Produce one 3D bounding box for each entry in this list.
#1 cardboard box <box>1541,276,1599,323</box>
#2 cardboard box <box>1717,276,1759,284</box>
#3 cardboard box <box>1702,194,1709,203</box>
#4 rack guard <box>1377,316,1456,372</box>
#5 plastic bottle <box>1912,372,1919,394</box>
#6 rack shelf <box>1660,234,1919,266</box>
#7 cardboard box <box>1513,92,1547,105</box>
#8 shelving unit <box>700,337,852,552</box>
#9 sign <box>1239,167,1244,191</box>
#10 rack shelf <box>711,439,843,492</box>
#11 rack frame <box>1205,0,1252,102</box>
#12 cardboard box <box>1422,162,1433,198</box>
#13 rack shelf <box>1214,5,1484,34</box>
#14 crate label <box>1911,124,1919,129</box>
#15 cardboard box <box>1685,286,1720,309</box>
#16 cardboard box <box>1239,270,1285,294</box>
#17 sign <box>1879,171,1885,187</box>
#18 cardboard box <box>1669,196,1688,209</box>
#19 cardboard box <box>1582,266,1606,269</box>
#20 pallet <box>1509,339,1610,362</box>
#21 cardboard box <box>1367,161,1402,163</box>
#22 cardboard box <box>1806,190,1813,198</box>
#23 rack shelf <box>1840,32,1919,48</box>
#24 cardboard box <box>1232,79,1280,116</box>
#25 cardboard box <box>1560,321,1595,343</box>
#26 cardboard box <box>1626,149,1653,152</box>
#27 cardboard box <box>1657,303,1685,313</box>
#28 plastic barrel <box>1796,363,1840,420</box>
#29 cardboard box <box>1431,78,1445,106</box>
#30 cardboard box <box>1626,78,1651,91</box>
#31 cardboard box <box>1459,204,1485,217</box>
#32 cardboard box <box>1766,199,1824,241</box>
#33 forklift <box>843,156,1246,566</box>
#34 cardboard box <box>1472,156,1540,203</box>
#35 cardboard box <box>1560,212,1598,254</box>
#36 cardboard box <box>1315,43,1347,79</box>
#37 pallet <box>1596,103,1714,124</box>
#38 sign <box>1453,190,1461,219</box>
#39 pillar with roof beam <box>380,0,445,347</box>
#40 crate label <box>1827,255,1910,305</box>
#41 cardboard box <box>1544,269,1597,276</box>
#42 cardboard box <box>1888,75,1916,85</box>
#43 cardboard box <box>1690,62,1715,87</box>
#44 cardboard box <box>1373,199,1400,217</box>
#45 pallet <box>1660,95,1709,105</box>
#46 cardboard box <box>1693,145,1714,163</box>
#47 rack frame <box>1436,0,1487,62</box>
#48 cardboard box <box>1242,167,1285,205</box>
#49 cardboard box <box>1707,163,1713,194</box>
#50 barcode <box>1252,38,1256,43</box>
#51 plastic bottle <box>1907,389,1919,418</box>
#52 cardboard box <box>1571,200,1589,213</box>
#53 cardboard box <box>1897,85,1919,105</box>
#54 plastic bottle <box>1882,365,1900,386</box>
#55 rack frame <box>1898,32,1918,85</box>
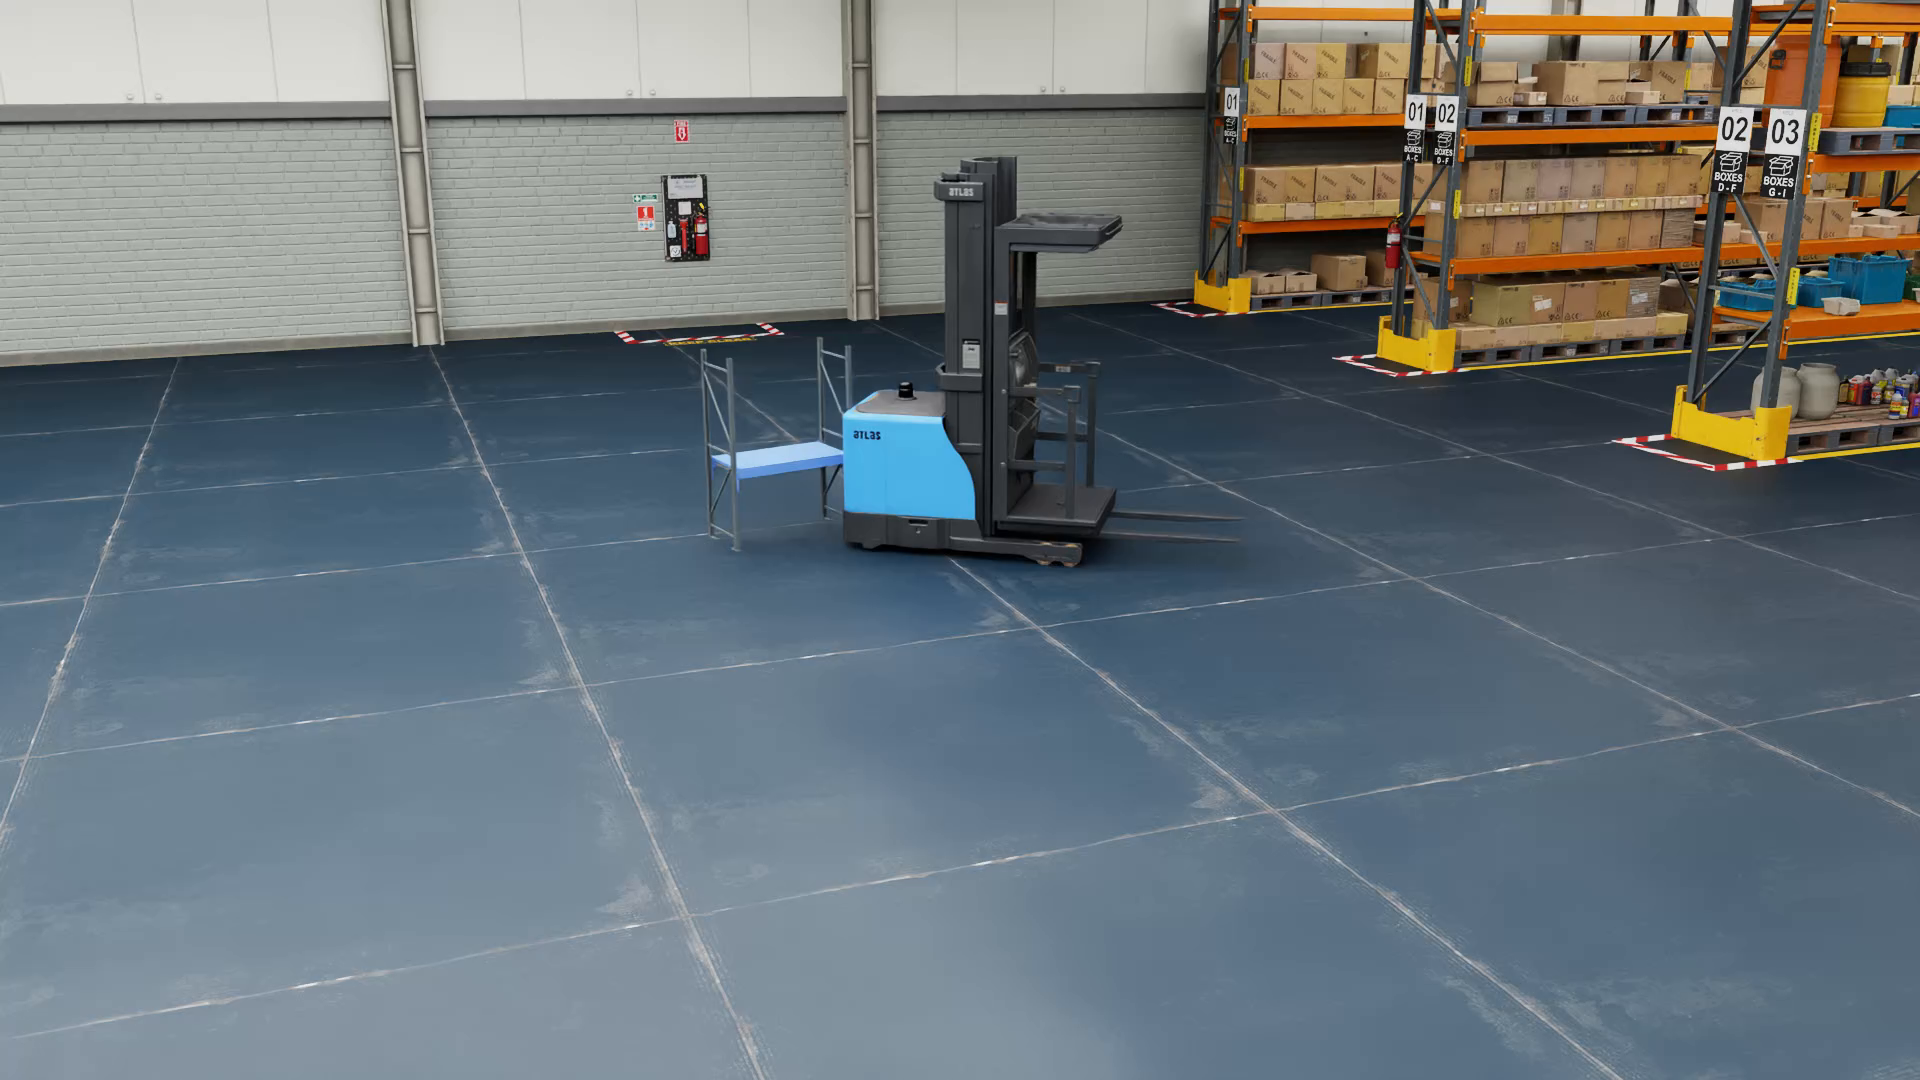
[{"bbox_3d":[7.620,-3.020,20.863,0.500,0.500,0.500,-6,17,-20],"label":"cardboard box"},{"bbox_3d":[10.599,-3.407,22.515,0.500,0.311,0.500,-6,17,-20],"label":"cardboard box"},{"bbox_3d":[12.239,-5.631,27.359,0.250,0.149,0.380,-6,17,-18],"label":"cardboard box"},{"bbox_3d":[5.615,-2.430,20.487,0.348,0.500,1.175,-6,17,-20],"label":"rack guard"},{"bbox_3d":[9.940,-1.618,17.346,0.097,0.271,0.097,0,16,0],"label":"plastic bottle"},{"bbox_3d":[11.241,-3.892,22.305,4.000,0.370,1.077,-6,17,-20],"label":"rack shelf"},{"bbox_3d":[6.800,-5.292,19.923,0.250,0.149,0.380,-6,17,-20],"label":"cardboard box"},{"bbox_3d":[-1.418,-0.766,13.046,1.048,1.500,0.538,-11,19,-32],"label":"shelving unit"},{"bbox_3d":[4.056,-5.208,23.972,0.005,0.325,0.100,-6,17,-20],"label":"sign"},{"bbox_3d":[-1.418,-0.594,13.097,1.000,0.185,0.538,-11,19,-32],"label":"rack shelf"},{"bbox_3d":[3.862,-7.814,23.735,0.127,3.000,1.000,-6,17,-20],"label":"rack frame"},{"bbox_3d":[7.266,-5.507,25.427,0.500,0.500,0.500,-6,17,-20],"label":"cardboard box"},{"bbox_3d":[5.729,-7.669,24.524,4.000,0.370,1.077,-6,17,-20],"label":"rack shelf"},{"bbox_3d":[9.273,-3.798,15.649,0.408,0.251,0.502,-6,17,-20],"label":"crate label"},{"bbox_3d":[9.848,-3.163,21.685,0.500,0.311,0.500,-6,17,-20],"label":"cardboard box"},{"bbox_3d":[4.540,-3.902,25.054,0.500,0.311,0.500,-8,18,-26],"label":"cardboard box"},{"bbox_3d":[12.905,-5.098,23.221,0.005,0.325,0.100,-6,17,-20],"label":"sign"},{"bbox_3d":[8.964,-4.287,21.043,0.250,0.149,0.380,-7,18,-21],"label":"cardboard box"},{"bbox_3d":[10.156,-4.646,27.251,0.500,0.500,0.700,-6,17,-20],"label":"cardboard box"},{"bbox_3d":[7.474,-2.504,21.252,1.213,0.211,1.003,-6,17,-20],"label":"pallet"},{"bbox_3d":[6.599,-5.592,25.718,0.500,0.500,0.500,-6,17,-20],"label":"cardboard box"},{"bbox_3d":[14.142,-5.837,28.063,0.250,0.149,0.380,-6,17,-20],"label":"cardboard box"},{"bbox_3d":[16.935,-8.688,28.699,4.000,0.370,1.077,-6,17,-20],"label":"rack shelf"},{"bbox_3d":[4.264,-6.400,24.032,0.500,0.500,0.500,-6,17,-19],"label":"cardboard box"},{"bbox_3d":[7.620,-2.661,20.970,0.500,0.250,0.500,-6,17,-20],"label":"cardboard box"},{"bbox_3d":[11.021,-6.269,27.014,0.250,0.149,0.380,-9,18,-27],"label":"cardboard box"},{"bbox_3d":[9.657,-3.036,22.247,0.500,0.250,0.500,-6,18,-21],"label":"cardboard box"},{"bbox_3d":[8.462,-1.473,16.462,0.421,0.512,0.421,0,16,0],"label":"plastic barrel"},{"bbox_3d":[7.212,-6.719,25.118,0.500,0.500,0.500,-6,17,-19],"label":"cardboard box"},{"bbox_3d":[8.304,-5.665,20.906,0.500,0.311,0.500,-7,18,-23],"label":"cardboard box"},{"bbox_3d":[6.081,-3.974,19.980,0.250,0.149,0.380,-6,18,-20],"label":"cardboard box"},{"bbox_3d":[11.056,-4.260,22.105,0.500,0.500,0.500,-6,17,-20],"label":"cardboard box"},{"bbox_3d":[0.668,-1.373,12.572,3.031,2.935,1.130,4,17,13],"label":"forklift"},{"bbox_3d":[6.617,-4.406,20.299,0.500,0.500,0.700,-7,18,-22],"label":"cardboard box"},{"bbox_3d":[7.523,-3.881,20.812,0.500,0.500,0.700,-6,17,-18],"label":"cardboard box"},{"bbox_3d":[5.270,-6.979,24.228,0.500,0.500,0.500,-6,17,-19],"label":"cardboard box"},{"bbox_3d":[8.586,-5.339,20.791,1.213,0.211,1.003,-6,17,-20],"label":"pallet"},{"bbox_3d":[5.831,-3.939,19.511,0.005,0.325,0.100,-6,17,-20],"label":"sign"},{"bbox_3d":[-5.459,-5.769,16.773,0.400,9.000,9.100,-6,17,-20],"label":"pillar with roof beam"},{"bbox_3d":[9.029,-2.602,16.573,0.616,0.435,0.502,-6,17,-20],"label":"crate label"},{"bbox_3d":[7.894,-3.212,21.517,0.500,0.500,0.500,-6,17,-20],"label":"cardboard box"},{"bbox_3d":[15.807,-7.762,28.227,0.500,0.250,0.500,-6,17,-20],"label":"cardboard box"},{"bbox_3d":[12.240,-7.571,27.275,0.500,0.500,0.700,-7,18,-23],"label":"cardboard box"},{"bbox_3d":[6.331,-5.046,25.188,0.500,0.250,0.500,-6,17,-20],"label":"cardboard box"},{"bbox_3d":[11.914,-7.169,27.200,1.003,0.211,1.213,-5,17,-18],"label":"pallet"},{"bbox_3d":[12.350,-6.334,27.273,0.500,0.250,0.500,-6,18,-21],"label":"cardboard box"},{"bbox_3d":[7.597,-8.217,25.108,0.127,3.000,1.000,-6,17,-20],"label":"rack frame"},{"bbox_3d":[4.415,-5.202,24.388,0.500,0.500,0.500,-6,17,-20],"label":"cardboard box"},{"bbox_3d":[12.370,-5.974,27.377,0.500,0.500,0.500,-6,17,-18],"label":"cardboard box"},{"bbox_3d":[4.346,-7.393,24.610,0.075,0.075,0.001,-6,17,-20],"label":"barcode"},{"bbox_3d":[9.429,-1.355,16.430,0.133,0.283,0.061,-6,17,-19],"label":"plastic bottle"},{"bbox_3d":[7.517,-4.129,20.507,0.250,0.149,0.380,-6,17,-20],"label":"cardboard box"},{"bbox_3d":[12.705,-5.947,22.223,0.500,0.250,0.500,-8,18,-24],"label":"cardboard box"},{"bbox_3d":[9.667,-1.638,17.273,0.185,0.351,0.144,-6,18,-21],"label":"plastic bottle"},{"bbox_3d":[13.108,-7.317,22.045,0.127,3.000,1.000,-6,17,-20],"label":"rack frame"}]
